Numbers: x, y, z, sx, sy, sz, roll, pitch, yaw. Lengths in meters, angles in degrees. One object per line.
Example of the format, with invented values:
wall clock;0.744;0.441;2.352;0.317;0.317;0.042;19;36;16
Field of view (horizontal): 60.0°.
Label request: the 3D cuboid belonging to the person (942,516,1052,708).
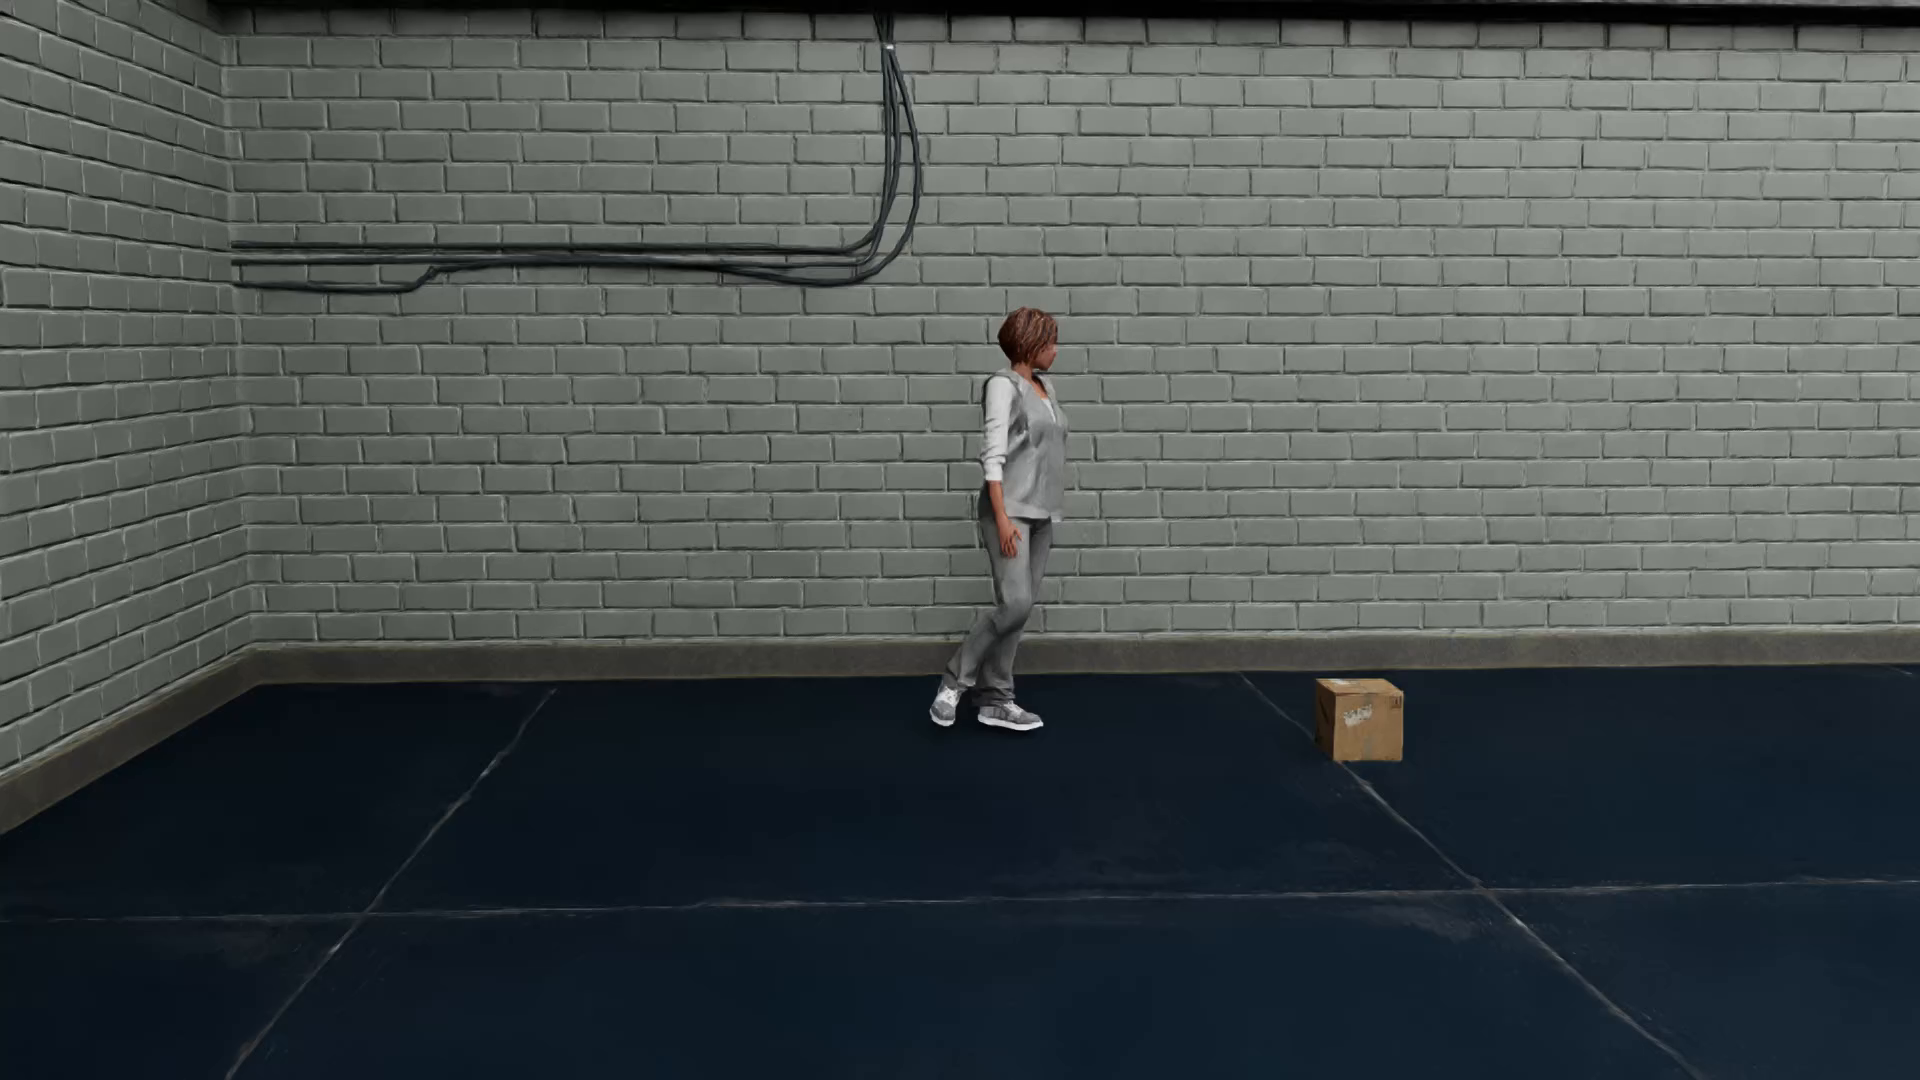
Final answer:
person;0.163;0.217;6.256;0.380;0.876;0.400;5;8;33
